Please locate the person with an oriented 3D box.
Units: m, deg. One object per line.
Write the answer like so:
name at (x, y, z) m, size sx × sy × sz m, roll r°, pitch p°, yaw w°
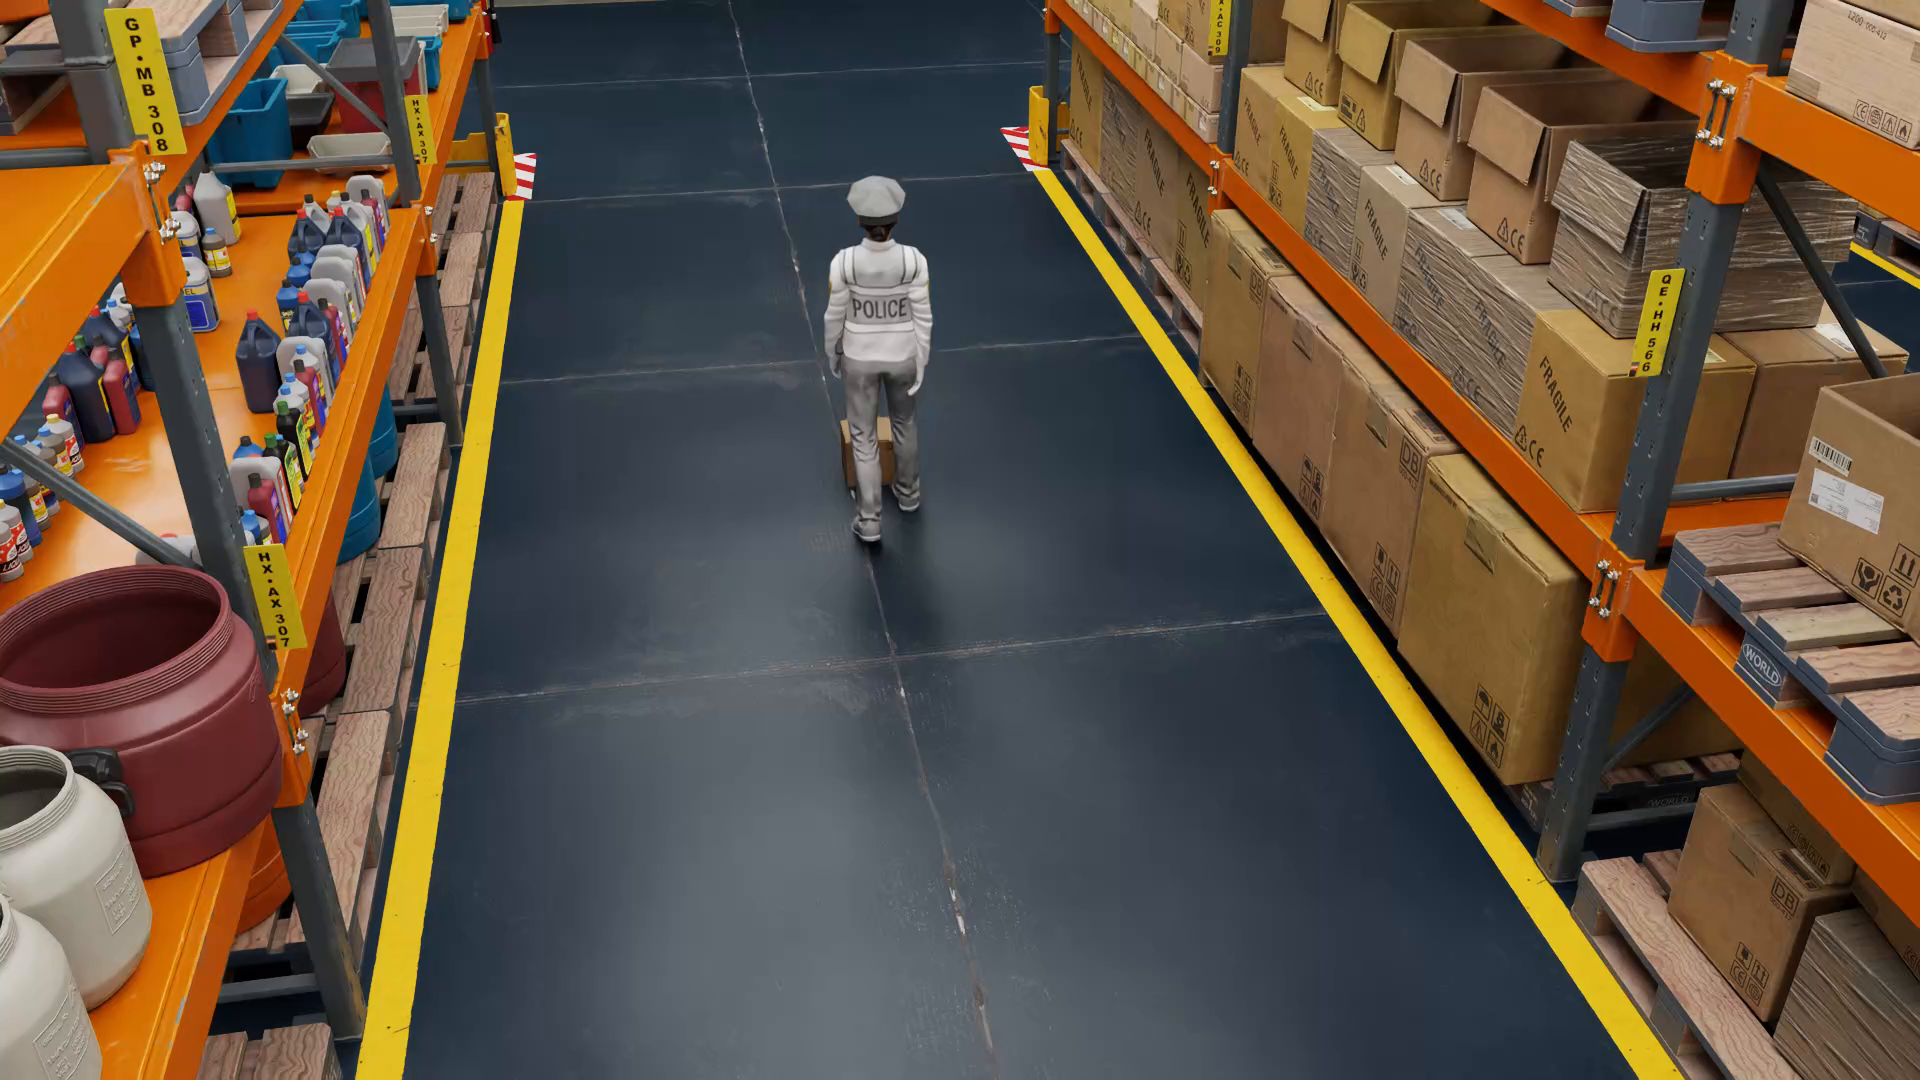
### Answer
person at (-0.372, -0.824, 7.514) m, size 0.478 × 1.690 × 0.573 m, roll -5°, pitch 31°, yaw -8°
